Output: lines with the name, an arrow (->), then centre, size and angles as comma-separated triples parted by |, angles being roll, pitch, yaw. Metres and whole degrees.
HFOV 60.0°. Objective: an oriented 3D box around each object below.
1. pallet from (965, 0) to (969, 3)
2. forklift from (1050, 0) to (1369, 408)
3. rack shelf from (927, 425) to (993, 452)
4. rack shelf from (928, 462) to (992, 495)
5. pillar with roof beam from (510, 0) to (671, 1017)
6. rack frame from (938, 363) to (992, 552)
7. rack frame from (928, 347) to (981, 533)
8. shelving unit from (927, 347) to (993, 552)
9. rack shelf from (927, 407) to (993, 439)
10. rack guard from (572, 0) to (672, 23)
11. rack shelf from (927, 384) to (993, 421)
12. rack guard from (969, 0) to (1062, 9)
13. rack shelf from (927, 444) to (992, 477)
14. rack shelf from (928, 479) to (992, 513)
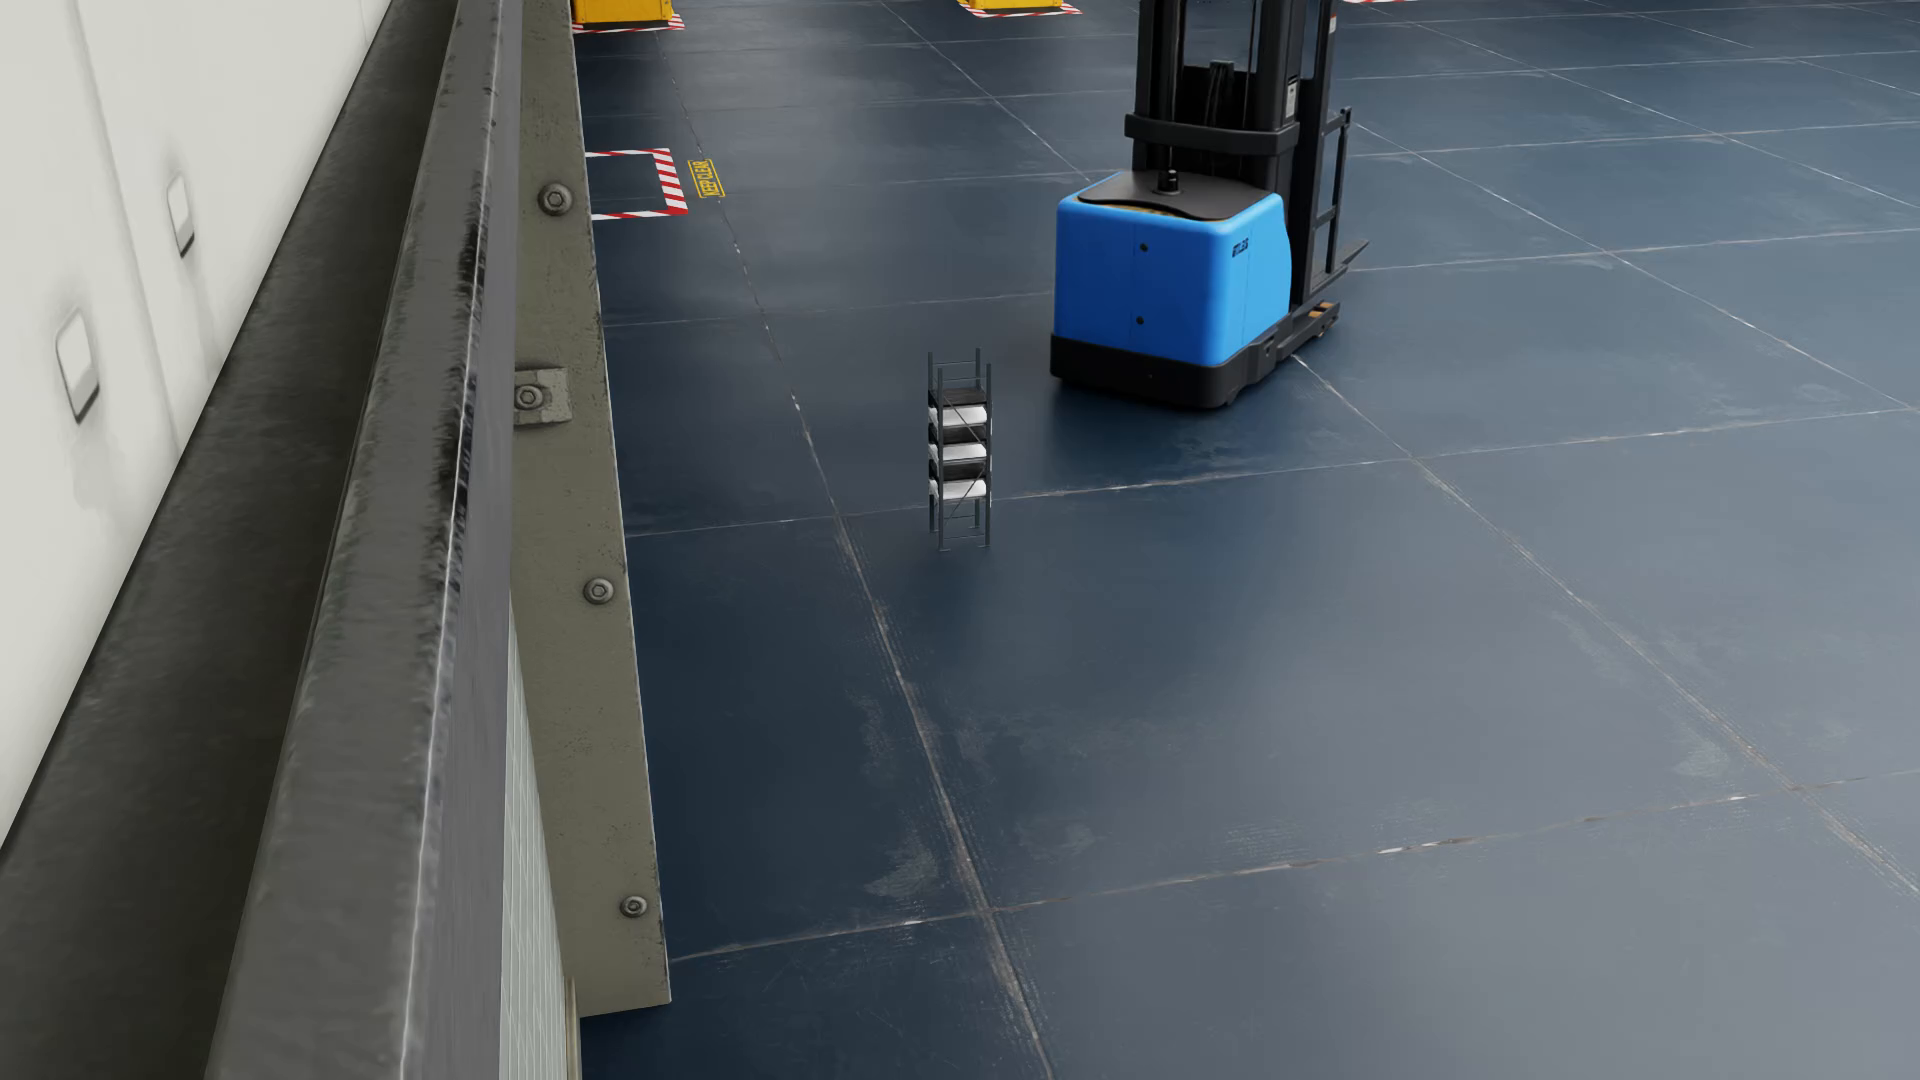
pallet -> 0.495, -7.294, 21.966 | 1.003, 0.211, 1.213 | -6, 27, -12
forklift -> 1.708, -2.645, 9.737 | 1.130, 2.935, 3.031 | 15, 31, 28
rack shelf -> -0.002, -0.456, 7.529 | 0.258, 0.077, 0.200 | -6, 27, -12
rack shelf -> -0.002, -0.295, 7.610 | 0.258, 0.077, 0.200 | -6, 27, -12
pillar with roof beam -> 3.132, -3.135, 3.975 | 9.100, 9.000, 0.400 | -6, 27, -12
rack frame -> 0.021, -0.361, 7.466 | 0.240, 0.900, 0.006 | -6, 27, -12
rack frame -> -0.025, -0.450, 7.643 | 0.240, 0.900, 0.006 | -6, 27, -12
shelving unit -> -0.002, -0.405, 7.554 | 0.258, 0.900, 0.210 | -6, 27, -12
rack shelf -> -0.002, -0.536, 7.488 | 0.258, 0.077, 0.200 | -6, 27, -12
rack guard -> -4.135, -6.620, 20.311 | 1.175, 0.500, 0.348 | -6, 27, -12
rack shelf -> -0.002, -0.617, 7.448 | 0.258, 0.077, 0.200 | -6, 27, -12
rack guard -> 0.713, -7.081, 21.224 | 1.175, 0.500, 0.348 | -6, 27, -12
rack shelf -> -0.002, -0.376, 7.569 | 0.258, 0.077, 0.200 | -6, 27, -12
rack shelf -> -0.002, -0.215, 7.650 | 0.258, 0.077, 0.200 | -6, 27, -12
